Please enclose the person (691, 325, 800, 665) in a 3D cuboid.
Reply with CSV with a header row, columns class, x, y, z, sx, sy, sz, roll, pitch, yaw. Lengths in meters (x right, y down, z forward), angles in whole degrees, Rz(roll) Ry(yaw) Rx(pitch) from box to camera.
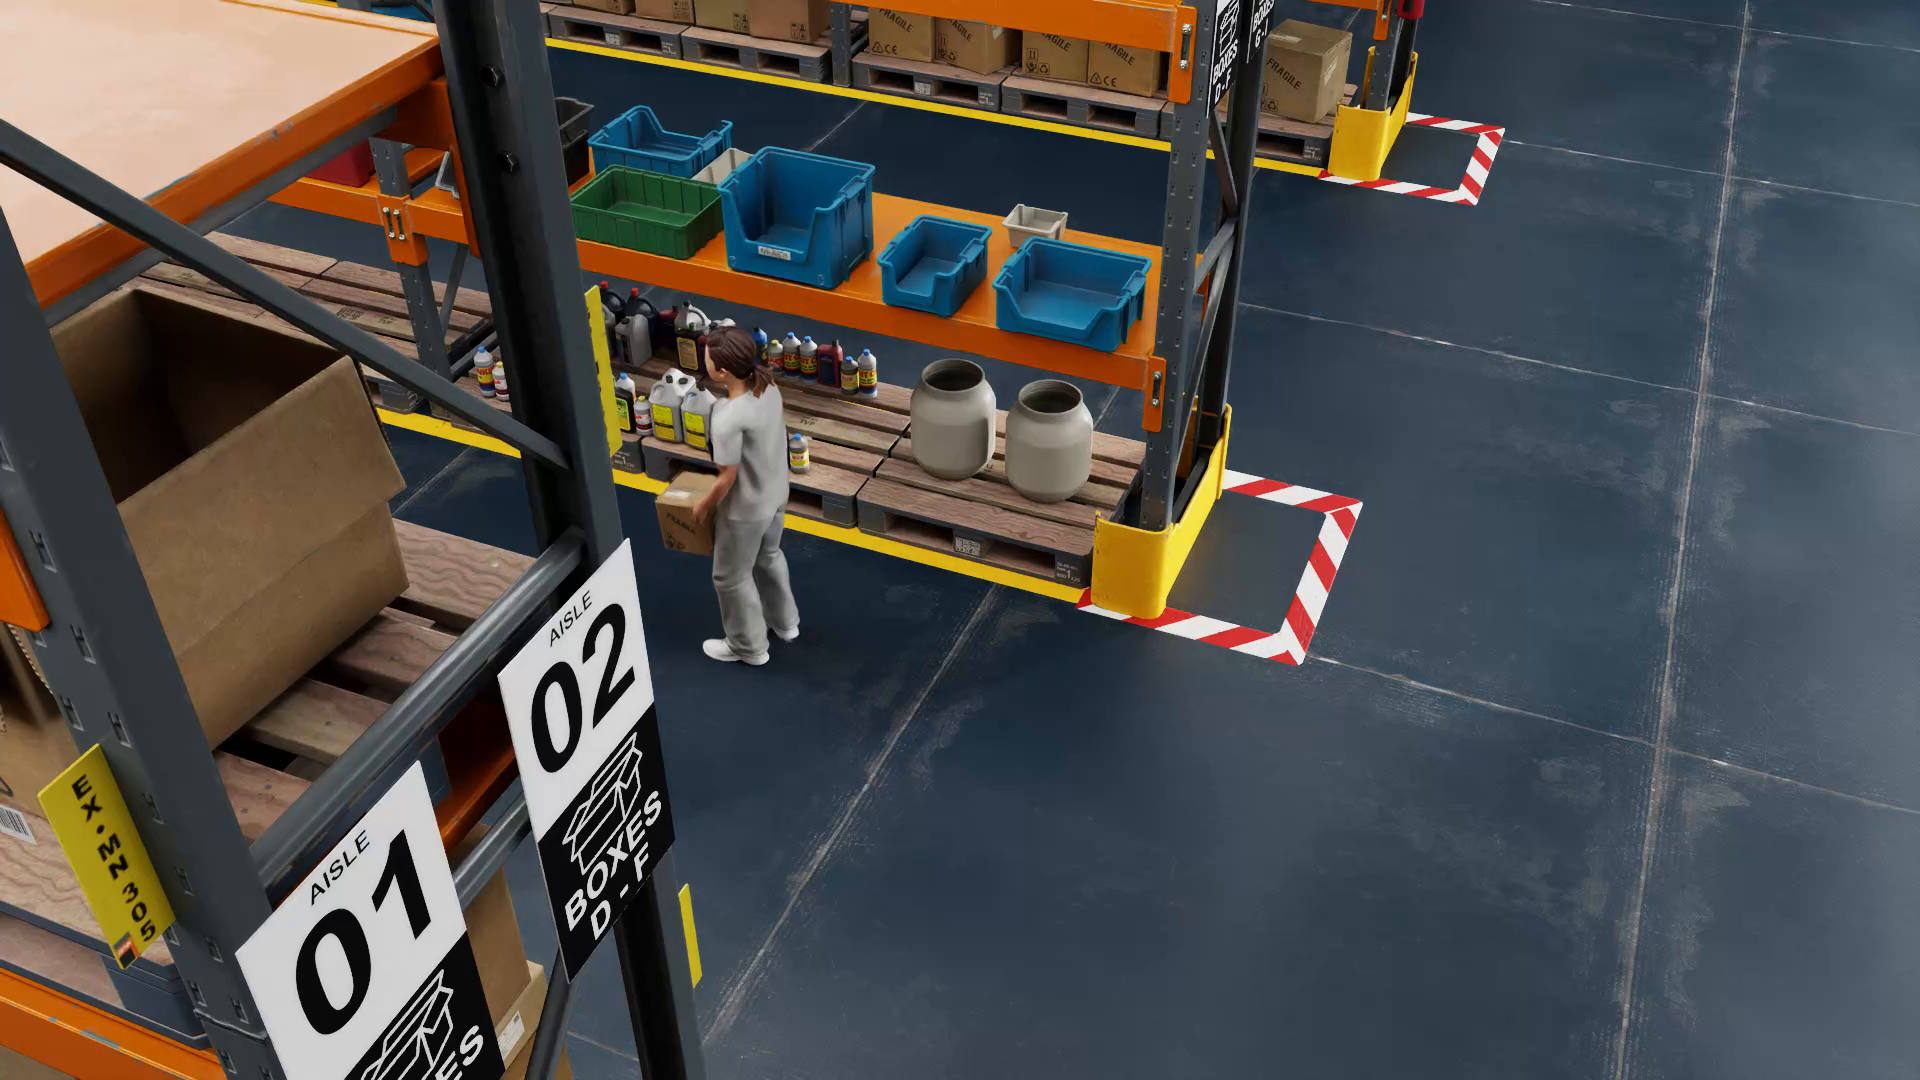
class,x,y,z,sx,sy,sz,roll,pitch,yaw
person,-0.929,-0.173,7.040,0.420,1.676,0.467,13,40,17
